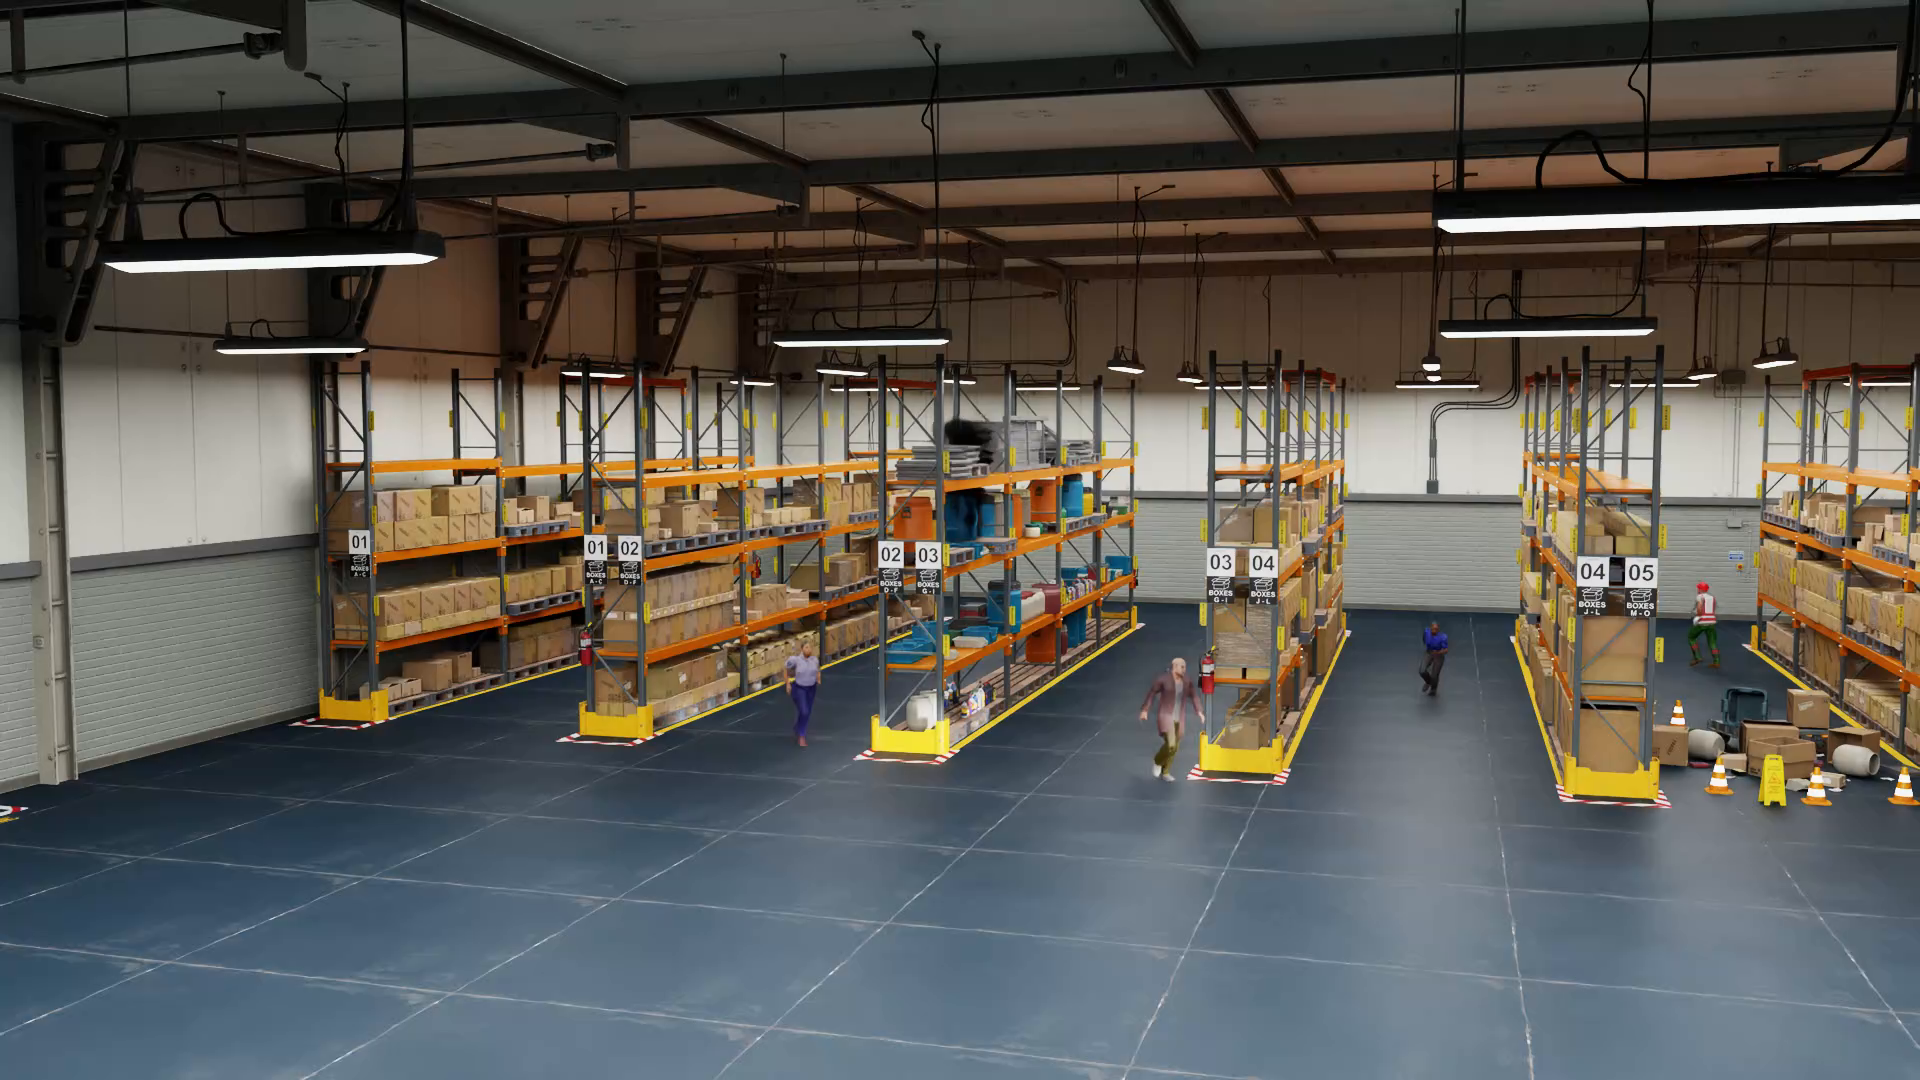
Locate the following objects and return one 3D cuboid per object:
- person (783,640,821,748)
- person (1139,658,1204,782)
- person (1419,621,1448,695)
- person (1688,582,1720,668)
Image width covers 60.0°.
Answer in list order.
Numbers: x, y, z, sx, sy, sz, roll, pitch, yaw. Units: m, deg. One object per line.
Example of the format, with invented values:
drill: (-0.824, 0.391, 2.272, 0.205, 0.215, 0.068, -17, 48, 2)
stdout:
person: (-2.427, 2.371, 25.720, 0.549, 1.666, 0.815, -3, 5, -34)
person: (2.967, 2.493, 22.996, 0.703, 1.751, 0.794, -2, 5, -25)
person: (8.567, 2.136, 30.097, 0.596, 1.417, 0.955, 2, 5, 30)
person: (15.111, 1.722, 33.737, 0.620, 1.720, 0.948, -1, 4, -8)
